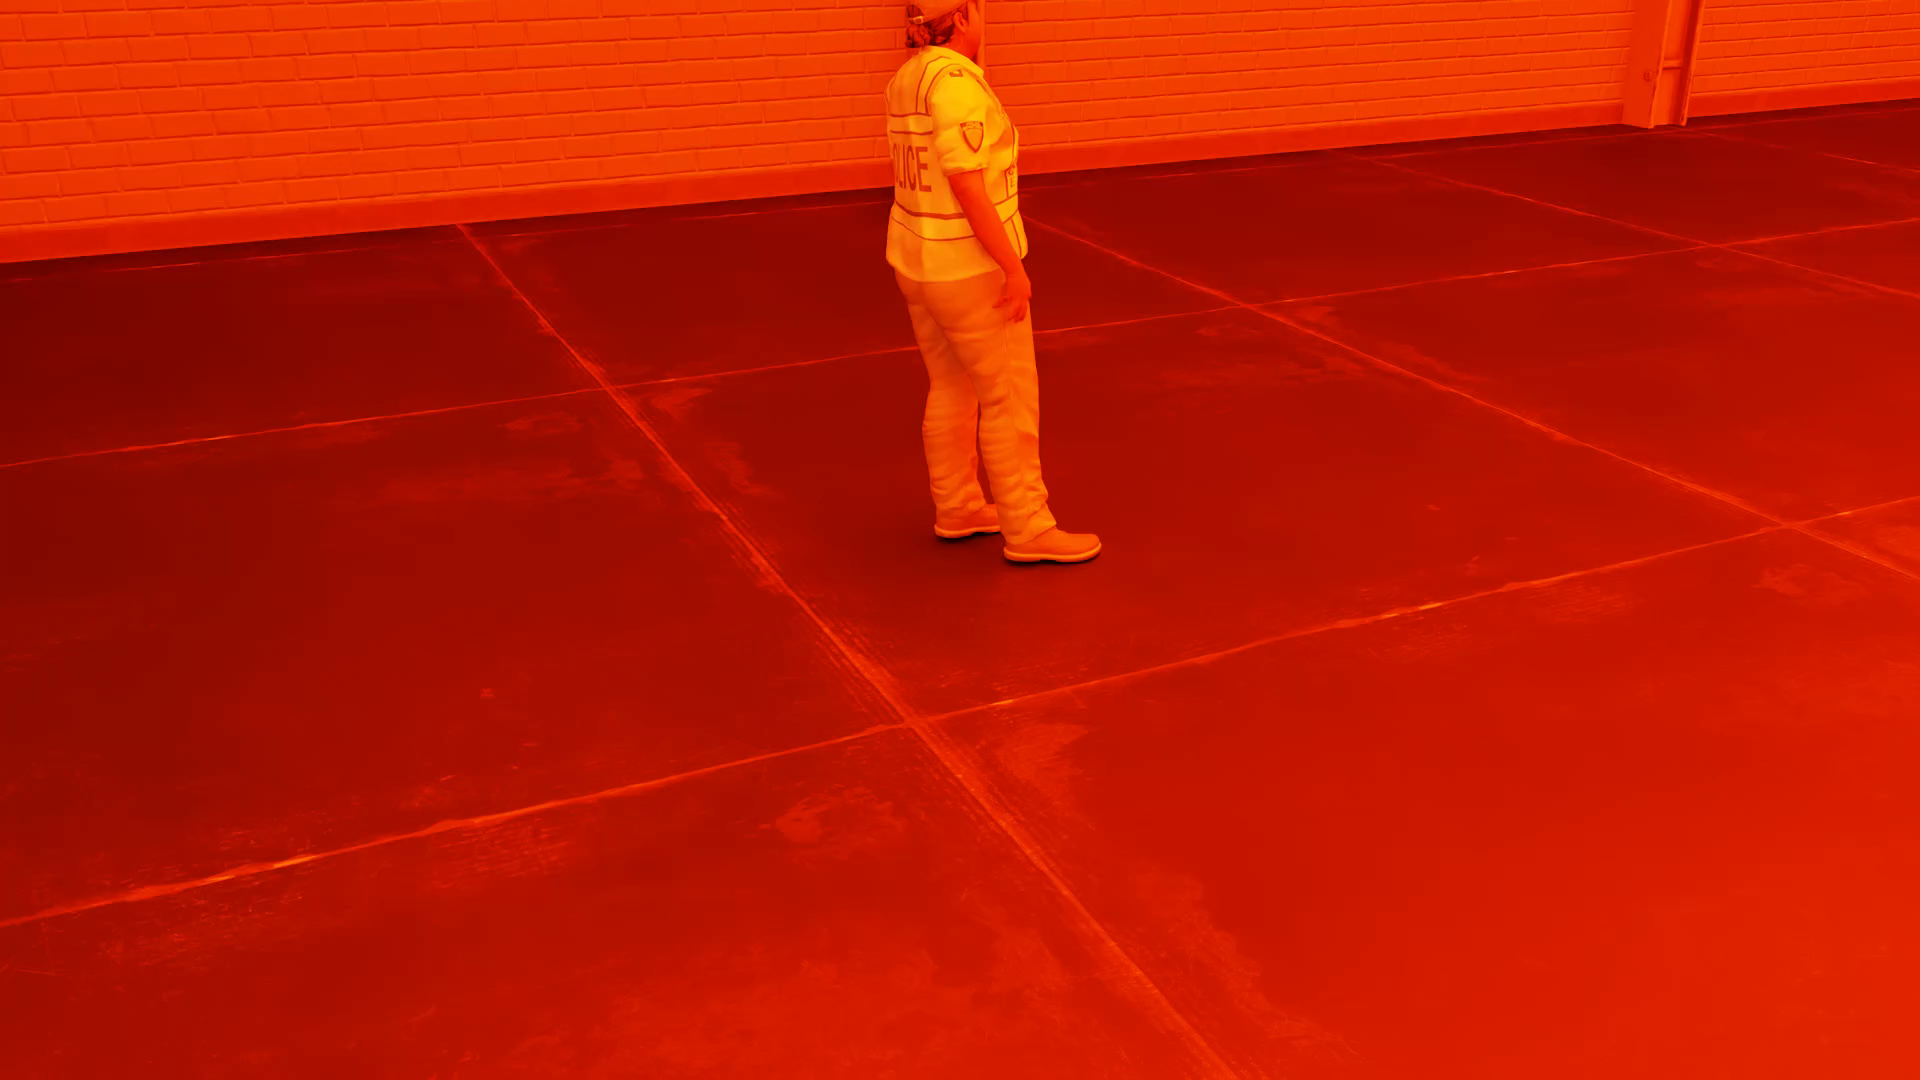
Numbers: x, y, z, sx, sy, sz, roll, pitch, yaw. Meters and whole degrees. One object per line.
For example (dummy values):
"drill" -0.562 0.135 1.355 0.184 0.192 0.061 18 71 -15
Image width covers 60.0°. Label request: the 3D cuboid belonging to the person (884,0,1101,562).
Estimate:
"person" 0.079 -0.780 4.795 0.529 1.670 0.598 -10 25 -23
